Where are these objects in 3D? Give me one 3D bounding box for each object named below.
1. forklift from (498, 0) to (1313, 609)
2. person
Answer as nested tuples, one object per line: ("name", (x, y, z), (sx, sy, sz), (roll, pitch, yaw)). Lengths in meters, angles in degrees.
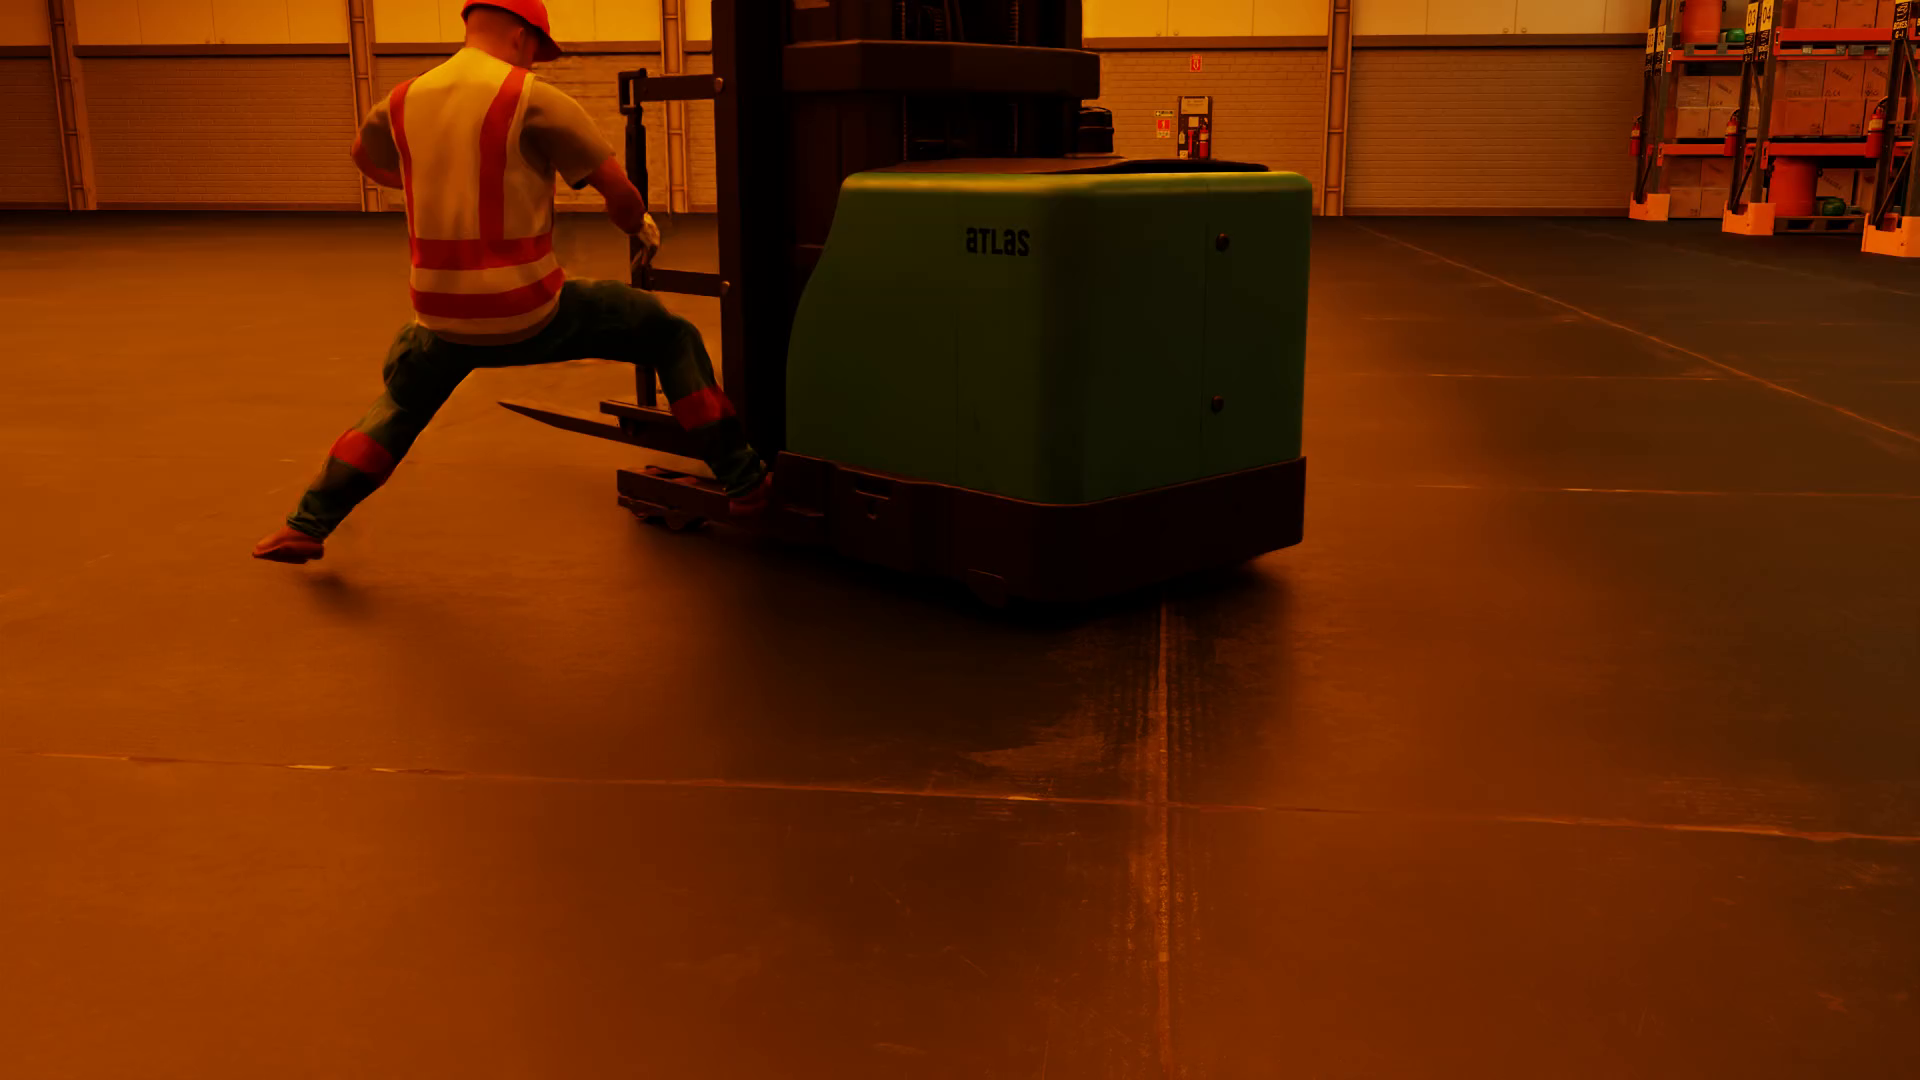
("forklift", (-0.428, -1.527, 5.039), (1.130, 2.935, 3.031), (-12, 18, -42))
("person", (-1.214, -0.700, 4.459), (1.313, 1.540, 0.846), (5, 14, 19))
